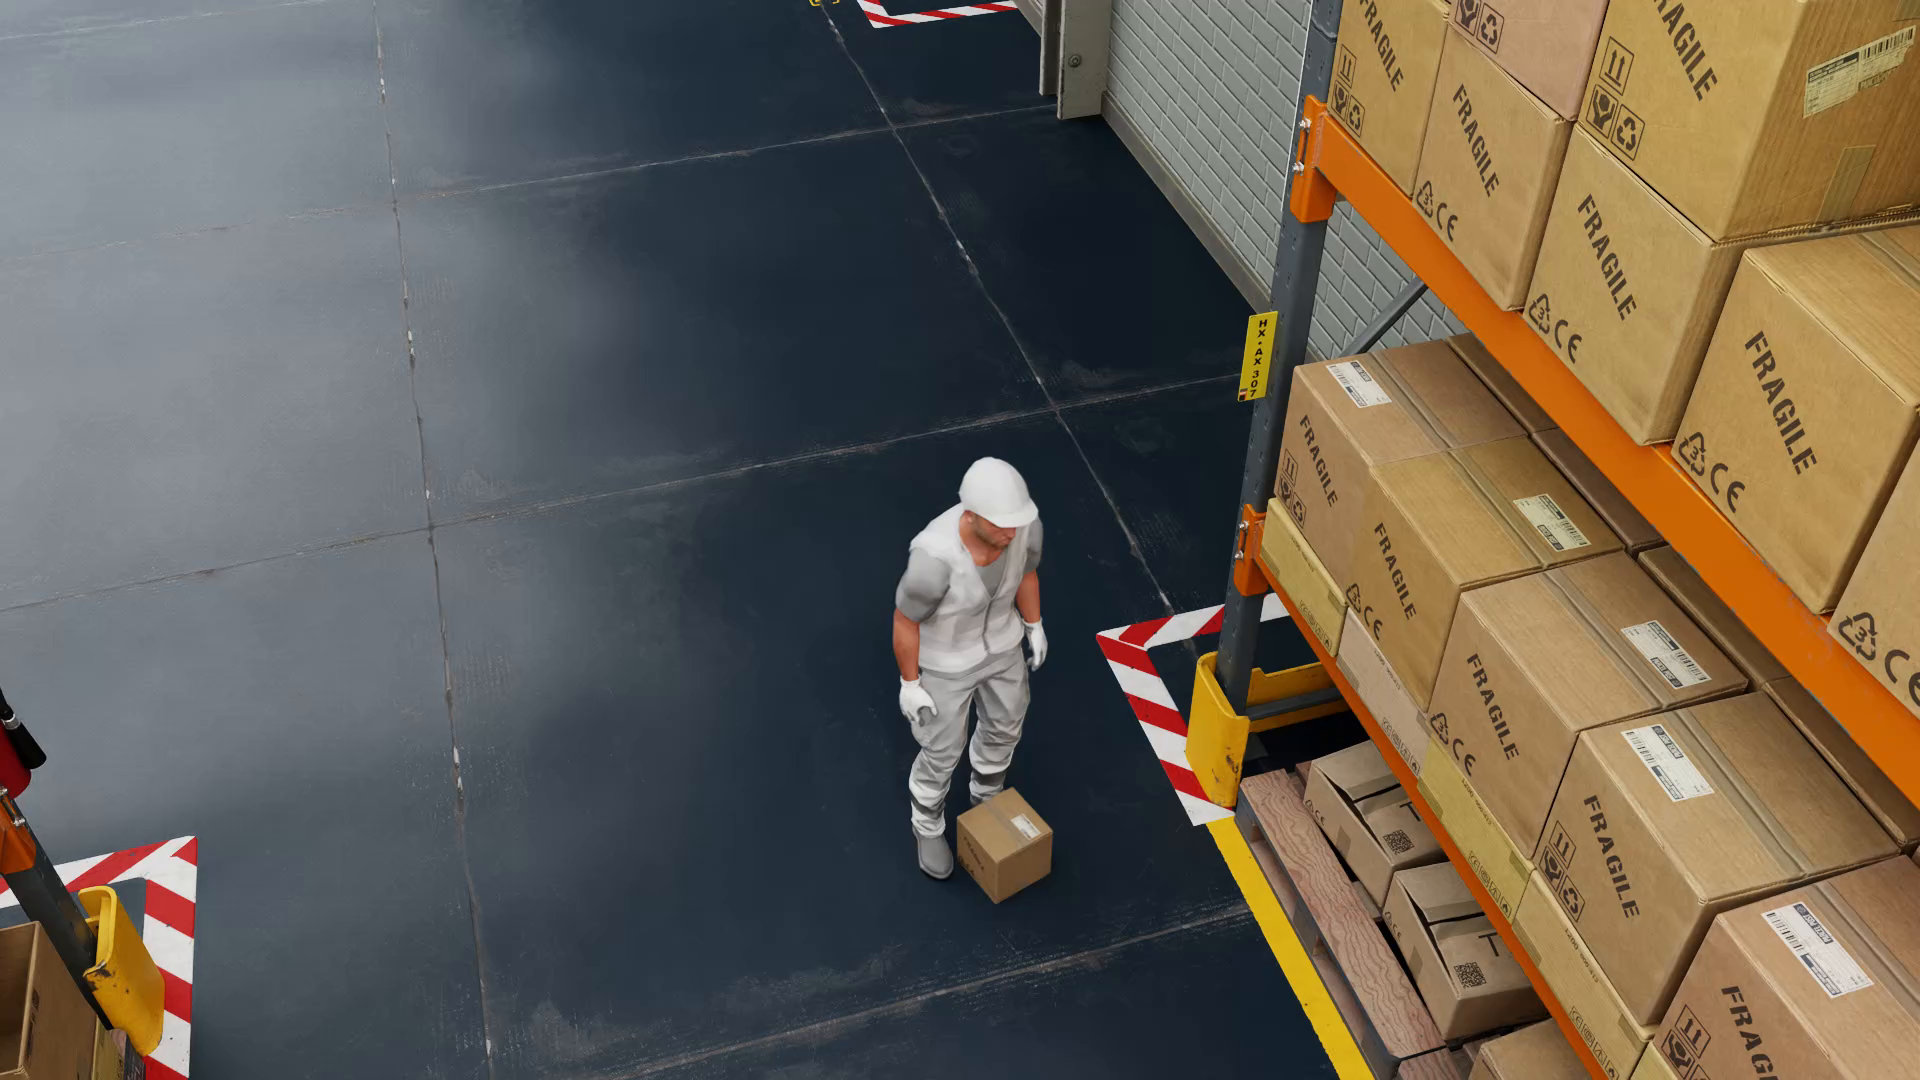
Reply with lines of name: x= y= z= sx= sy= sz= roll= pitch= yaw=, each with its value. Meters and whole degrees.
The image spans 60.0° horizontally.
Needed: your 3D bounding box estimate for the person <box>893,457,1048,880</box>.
person: x=0.051 y=0.412 z=5.690 sx=0.608 sy=1.777 sz=0.453 roll=-24 pitch=47 yaw=-24
